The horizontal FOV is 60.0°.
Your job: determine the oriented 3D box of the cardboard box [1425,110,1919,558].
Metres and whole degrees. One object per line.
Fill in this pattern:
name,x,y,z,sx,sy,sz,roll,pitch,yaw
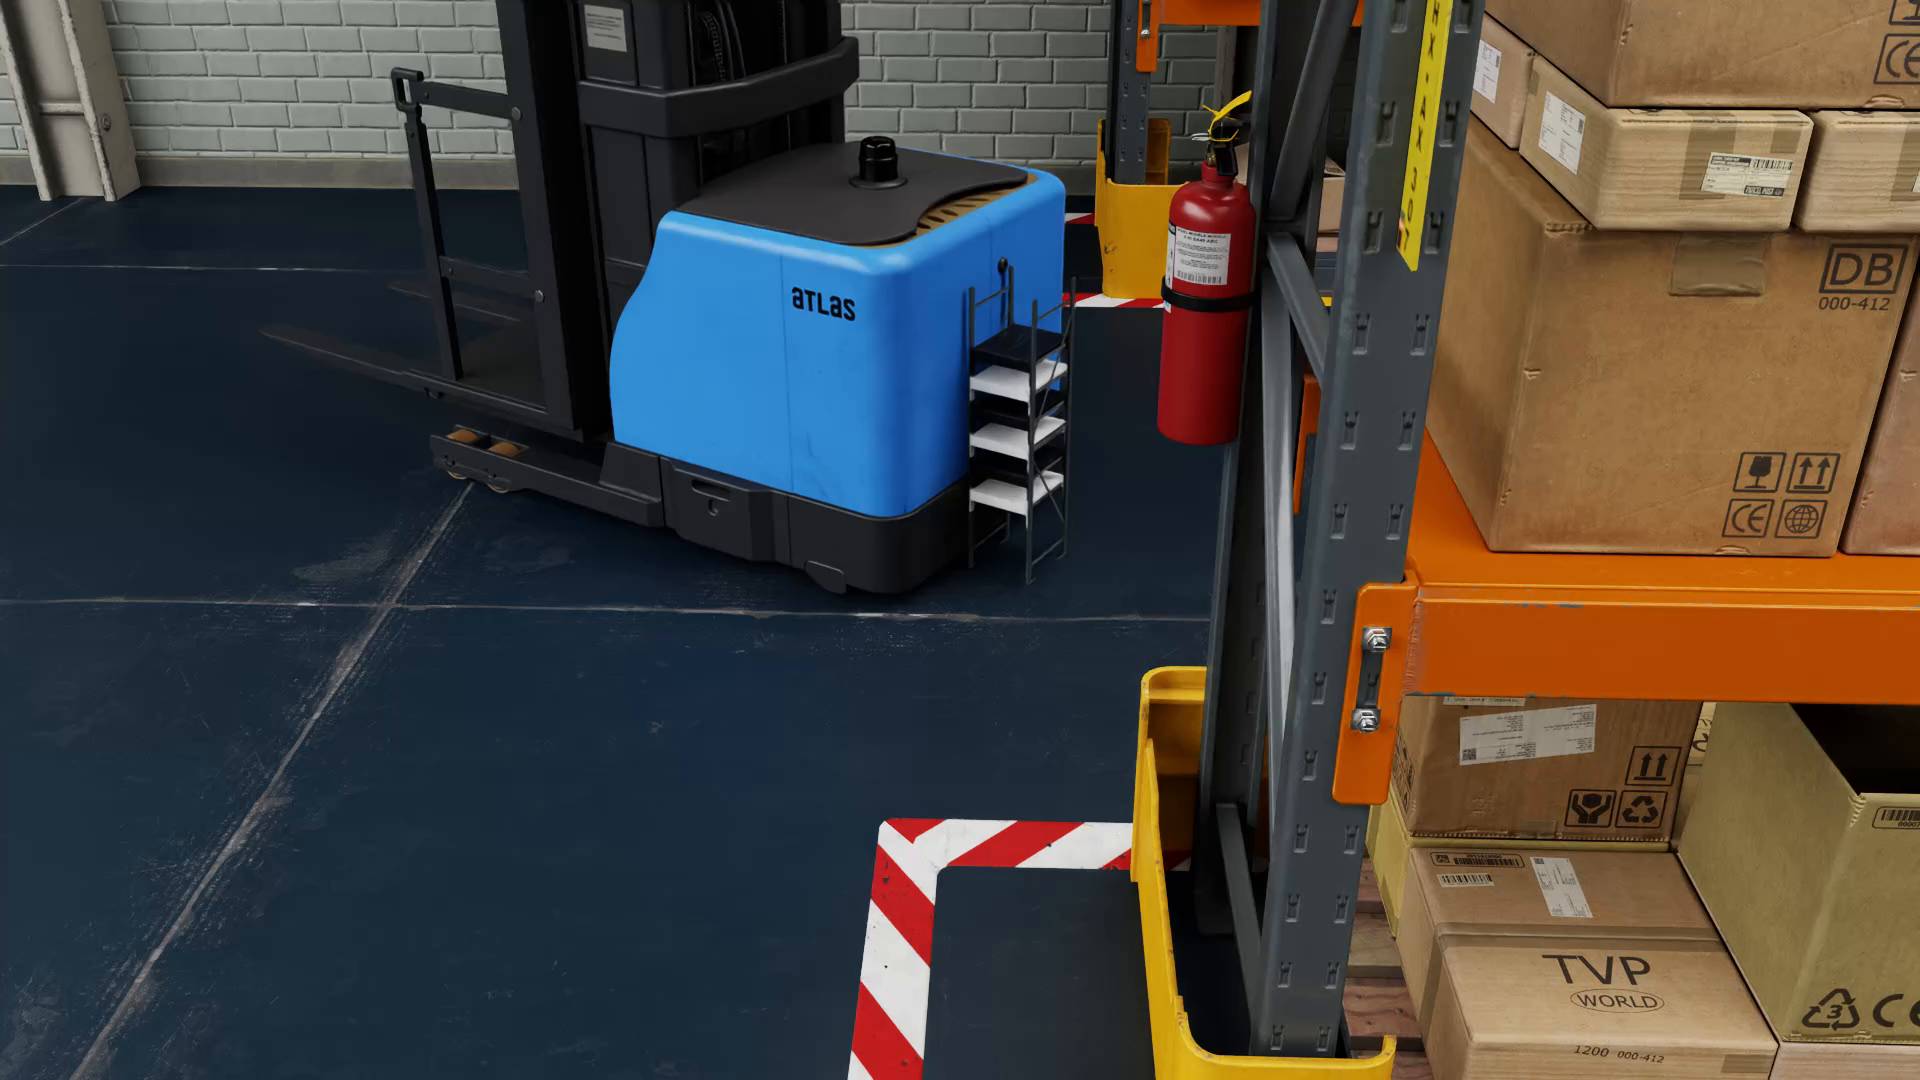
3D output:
cardboard box,1.037,-0.360,2.619,0.500,0.500,0.700,1,28,2

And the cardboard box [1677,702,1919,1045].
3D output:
cardboard box,1.599,0.489,2.811,0.500,0.500,0.500,1,28,2

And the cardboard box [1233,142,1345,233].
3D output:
cardboard box,1.431,-1.601,7.468,0.500,0.311,0.500,-2,28,-4

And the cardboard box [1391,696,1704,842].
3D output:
cardboard box,1.118,0.238,3.284,0.500,0.500,0.500,1,28,2

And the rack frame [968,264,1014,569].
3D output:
rack frame,0.092,-0.356,4.962,0.006,0.900,0.240,16,32,28

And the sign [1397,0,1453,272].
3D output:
sign,0.546,-0.487,1.957,0.005,0.325,0.100,1,28,2

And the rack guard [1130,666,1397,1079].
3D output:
rack guard,0.547,0.775,3.254,0.348,0.500,1.175,1,28,2

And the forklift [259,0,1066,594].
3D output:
forklift,-1.184,-1.643,5.219,3.031,2.935,1.130,16,32,28

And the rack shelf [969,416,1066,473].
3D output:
rack shelf,0.178,-0.302,4.929,0.200,0.077,0.258,16,32,28

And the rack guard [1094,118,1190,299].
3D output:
rack guard,0.818,-1.542,7.625,0.348,0.500,1.175,1,28,2

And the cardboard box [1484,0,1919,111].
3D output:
cardboard box,1.090,-0.932,2.313,0.500,0.500,0.700,1,28,2

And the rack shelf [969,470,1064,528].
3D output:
rack shelf,0.178,-0.143,5.014,0.200,0.077,0.258,16,32,28

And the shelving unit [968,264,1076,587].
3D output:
shelving unit,0.178,-0.331,4.914,0.210,0.900,0.258,16,32,28

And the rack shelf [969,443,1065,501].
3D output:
rack shelf,0.178,-0.222,4.972,0.200,0.077,0.258,16,32,28

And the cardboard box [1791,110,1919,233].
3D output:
cardboard box,1.220,-0.549,2.285,0.250,0.149,0.380,0,28,0

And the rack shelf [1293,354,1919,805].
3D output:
rack shelf,2.570,0.022,2.774,4.000,0.370,1.077,1,28,2

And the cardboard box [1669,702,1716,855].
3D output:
cardboard box,1.618,0.573,3.453,0.500,0.250,0.500,1,28,2

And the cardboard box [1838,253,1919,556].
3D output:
cardboard box,1.562,-0.353,2.607,0.500,0.500,0.700,2,28,3

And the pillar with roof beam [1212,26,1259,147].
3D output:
pillar with roof beam,1.320,-3.677,2.578,0.400,9.000,9.100,1,28,2

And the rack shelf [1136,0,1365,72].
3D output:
rack shelf,2.741,-2.297,7.148,4.000,0.370,1.077,1,28,2

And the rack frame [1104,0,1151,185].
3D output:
rack frame,0.742,-2.648,7.042,0.127,3.000,1.000,1,28,2

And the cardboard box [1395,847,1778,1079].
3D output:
cardboard box,1.099,0.813,3.001,0.500,0.250,0.500,1,28,2

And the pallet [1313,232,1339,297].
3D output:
pallet,1.629,-1.385,7.637,1.213,0.211,1.003,1,28,2

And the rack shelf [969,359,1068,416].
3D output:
rack shelf,0.178,-0.461,4.845,0.200,0.077,0.258,16,32,28

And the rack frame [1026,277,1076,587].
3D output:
rack frame,0.264,-0.306,4.866,0.006,0.900,0.240,16,32,28

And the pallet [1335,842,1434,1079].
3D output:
pallet,1.337,0.896,3.334,1.213,0.211,1.003,1,28,2

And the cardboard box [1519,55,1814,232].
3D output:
cardboard box,0.956,-0.553,2.290,0.250,0.149,0.380,1,28,1

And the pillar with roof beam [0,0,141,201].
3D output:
pillar with roof beam,-4.676,-3.776,2.765,0.400,9.000,9.100,1,28,2

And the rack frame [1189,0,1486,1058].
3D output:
rack frame,0.571,-0.329,2.668,0.127,3.000,1.000,1,28,2

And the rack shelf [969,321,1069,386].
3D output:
rack shelf,0.178,-0.540,4.803,0.200,0.077,0.258,16,32,28

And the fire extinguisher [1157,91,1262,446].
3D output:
fire extinguisher,0.469,-0.514,3.100,0.183,0.674,0.296,1,28,2

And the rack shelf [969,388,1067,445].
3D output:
rack shelf,0.178,-0.381,4.887,0.200,0.077,0.258,16,32,28

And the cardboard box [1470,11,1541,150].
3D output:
cardboard box,0.960,-0.743,2.649,0.250,0.149,0.380,0,28,1

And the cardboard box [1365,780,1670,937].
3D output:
cardboard box,1.118,0.571,3.458,0.500,0.250,0.500,1,28,2

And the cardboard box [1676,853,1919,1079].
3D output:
cardboard box,1.599,0.820,2.988,0.500,0.250,0.500,1,28,2

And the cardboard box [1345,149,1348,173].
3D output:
cardboard box,2.000,-1.591,7.450,0.500,0.311,0.500,3,28,6
